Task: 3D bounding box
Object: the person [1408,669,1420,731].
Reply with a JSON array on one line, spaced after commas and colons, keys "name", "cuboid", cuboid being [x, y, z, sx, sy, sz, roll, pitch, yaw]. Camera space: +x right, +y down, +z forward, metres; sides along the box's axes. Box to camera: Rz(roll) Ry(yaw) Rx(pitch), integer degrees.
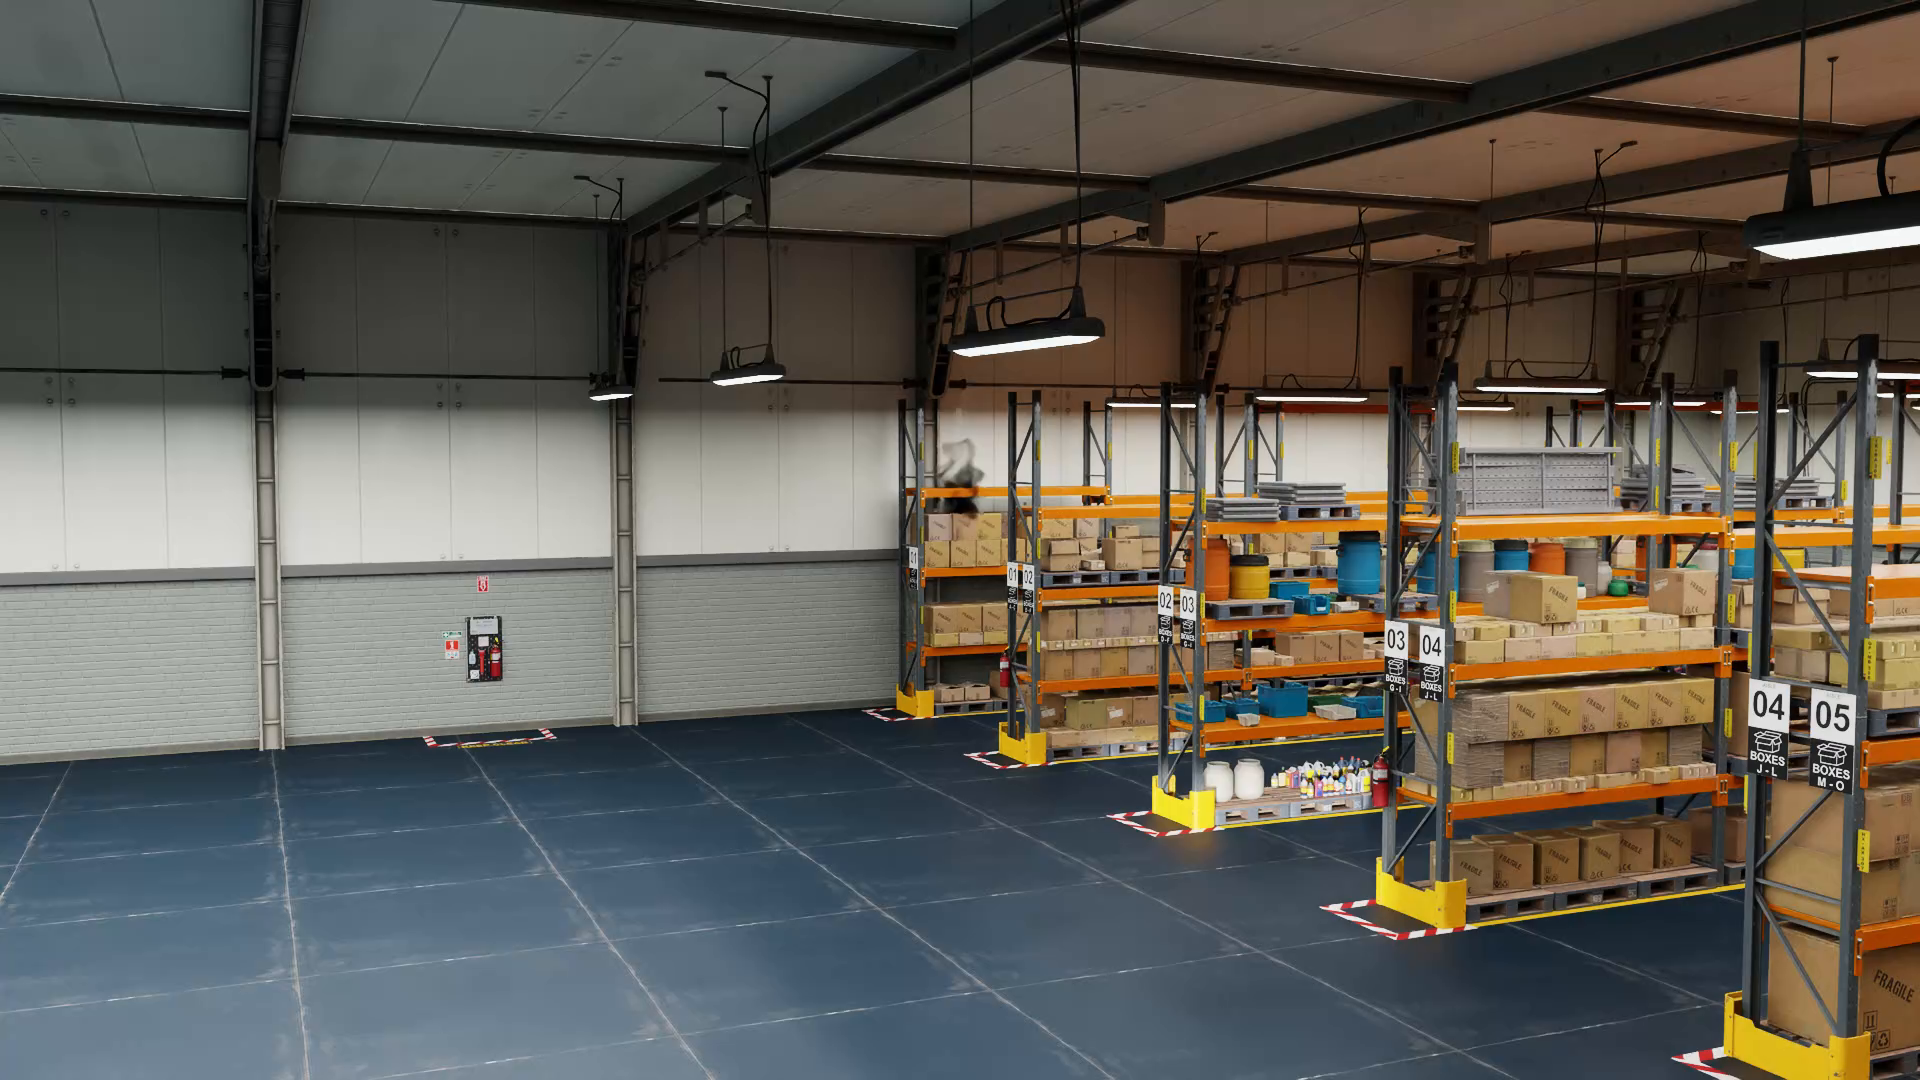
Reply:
[{"name": "person", "cuboid": [7.568, 2.771, 27.171, 0.674, 1.614, 0.602, -1, 4, -22]}]
